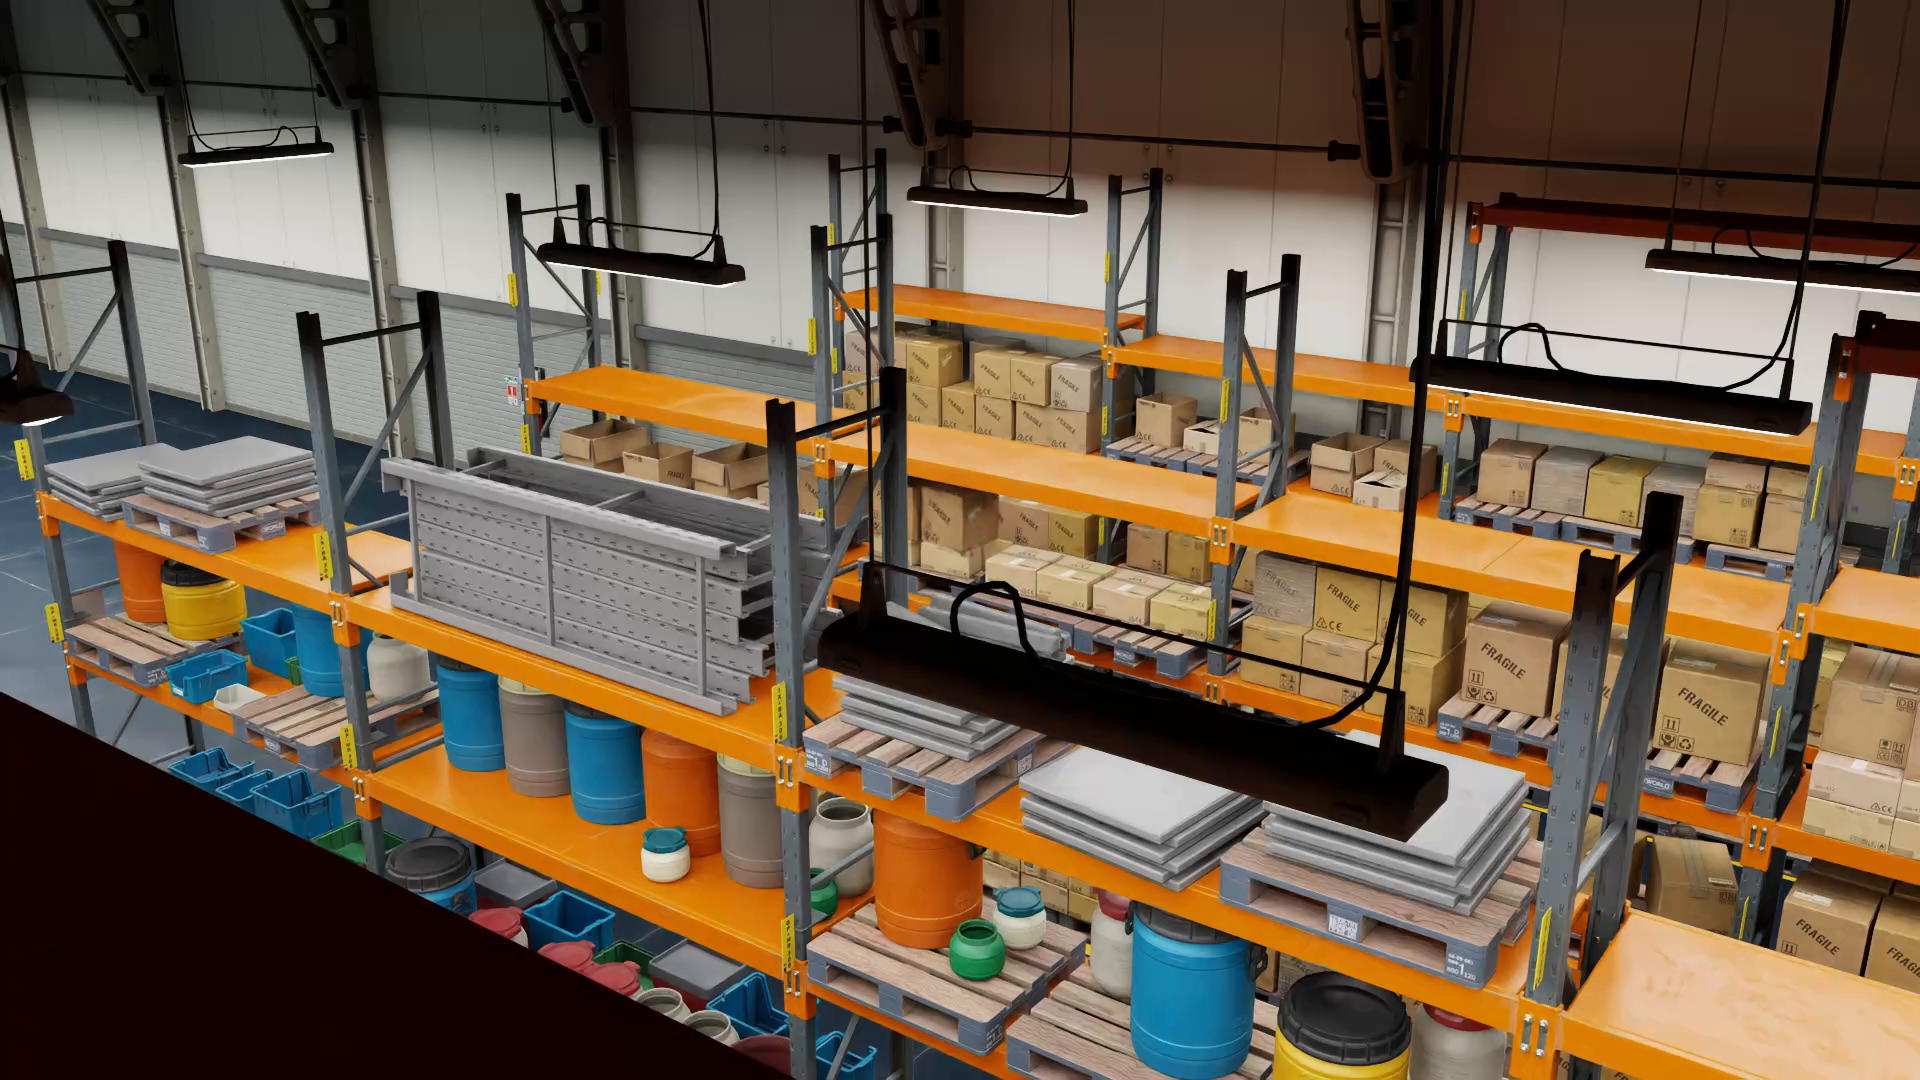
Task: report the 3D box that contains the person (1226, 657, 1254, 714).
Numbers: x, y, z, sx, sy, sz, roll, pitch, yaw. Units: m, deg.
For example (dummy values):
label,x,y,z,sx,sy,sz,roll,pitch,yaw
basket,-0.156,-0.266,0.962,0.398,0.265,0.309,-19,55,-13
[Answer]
label,x,y,z,sx,sy,sz,roll,pitch,yaw
person,2.905,1.761,17.211,1.047,1.629,0.528,9,21,26

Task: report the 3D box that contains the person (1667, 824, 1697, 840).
label,x,y,z,sx,sy,sz,roll,pitch,yaw
person,5.929,3.070,13.478,0.582,1.570,0.742,-17,25,-41
